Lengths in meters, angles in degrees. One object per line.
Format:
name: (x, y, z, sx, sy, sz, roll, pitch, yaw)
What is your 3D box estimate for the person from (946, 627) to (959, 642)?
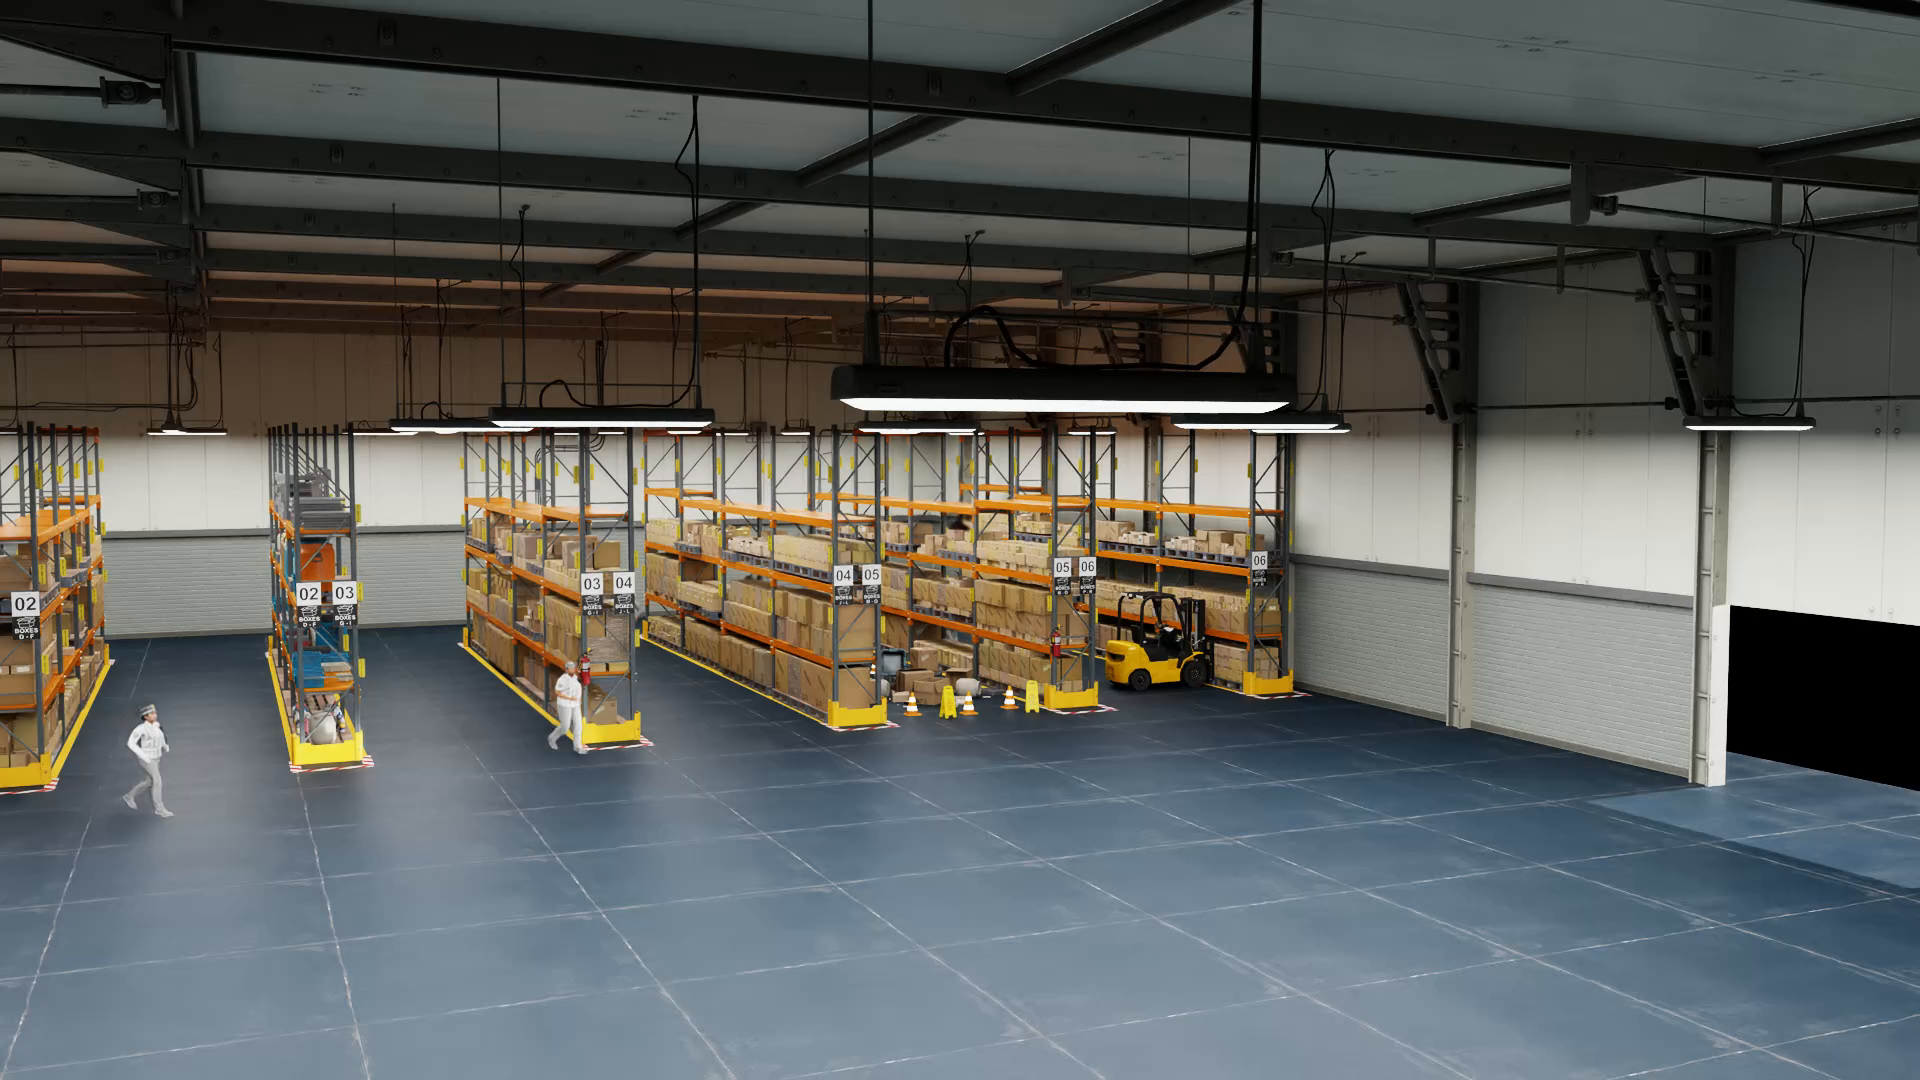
person: (-0.224, 2.107, 44.917, 0.687, 1.738, 0.551, -1, 4, -23)

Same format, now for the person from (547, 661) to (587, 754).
person: (-7.146, 3.047, 30.317, 0.811, 1.686, 0.629, 2, 4, 30)

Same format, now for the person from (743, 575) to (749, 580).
person: (-6.415, 1.869, 50.081, 0.562, 1.613, 0.577, -2, 4, -32)

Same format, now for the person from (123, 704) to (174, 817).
person: (-12.301, 3.324, 25.162, 0.833, 1.705, 0.608, 0, 4, 6)

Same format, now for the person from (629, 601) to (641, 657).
person: (-8.750, 2.182, 43.914, 0.663, 1.753, 0.659, -1, 4, -16)
